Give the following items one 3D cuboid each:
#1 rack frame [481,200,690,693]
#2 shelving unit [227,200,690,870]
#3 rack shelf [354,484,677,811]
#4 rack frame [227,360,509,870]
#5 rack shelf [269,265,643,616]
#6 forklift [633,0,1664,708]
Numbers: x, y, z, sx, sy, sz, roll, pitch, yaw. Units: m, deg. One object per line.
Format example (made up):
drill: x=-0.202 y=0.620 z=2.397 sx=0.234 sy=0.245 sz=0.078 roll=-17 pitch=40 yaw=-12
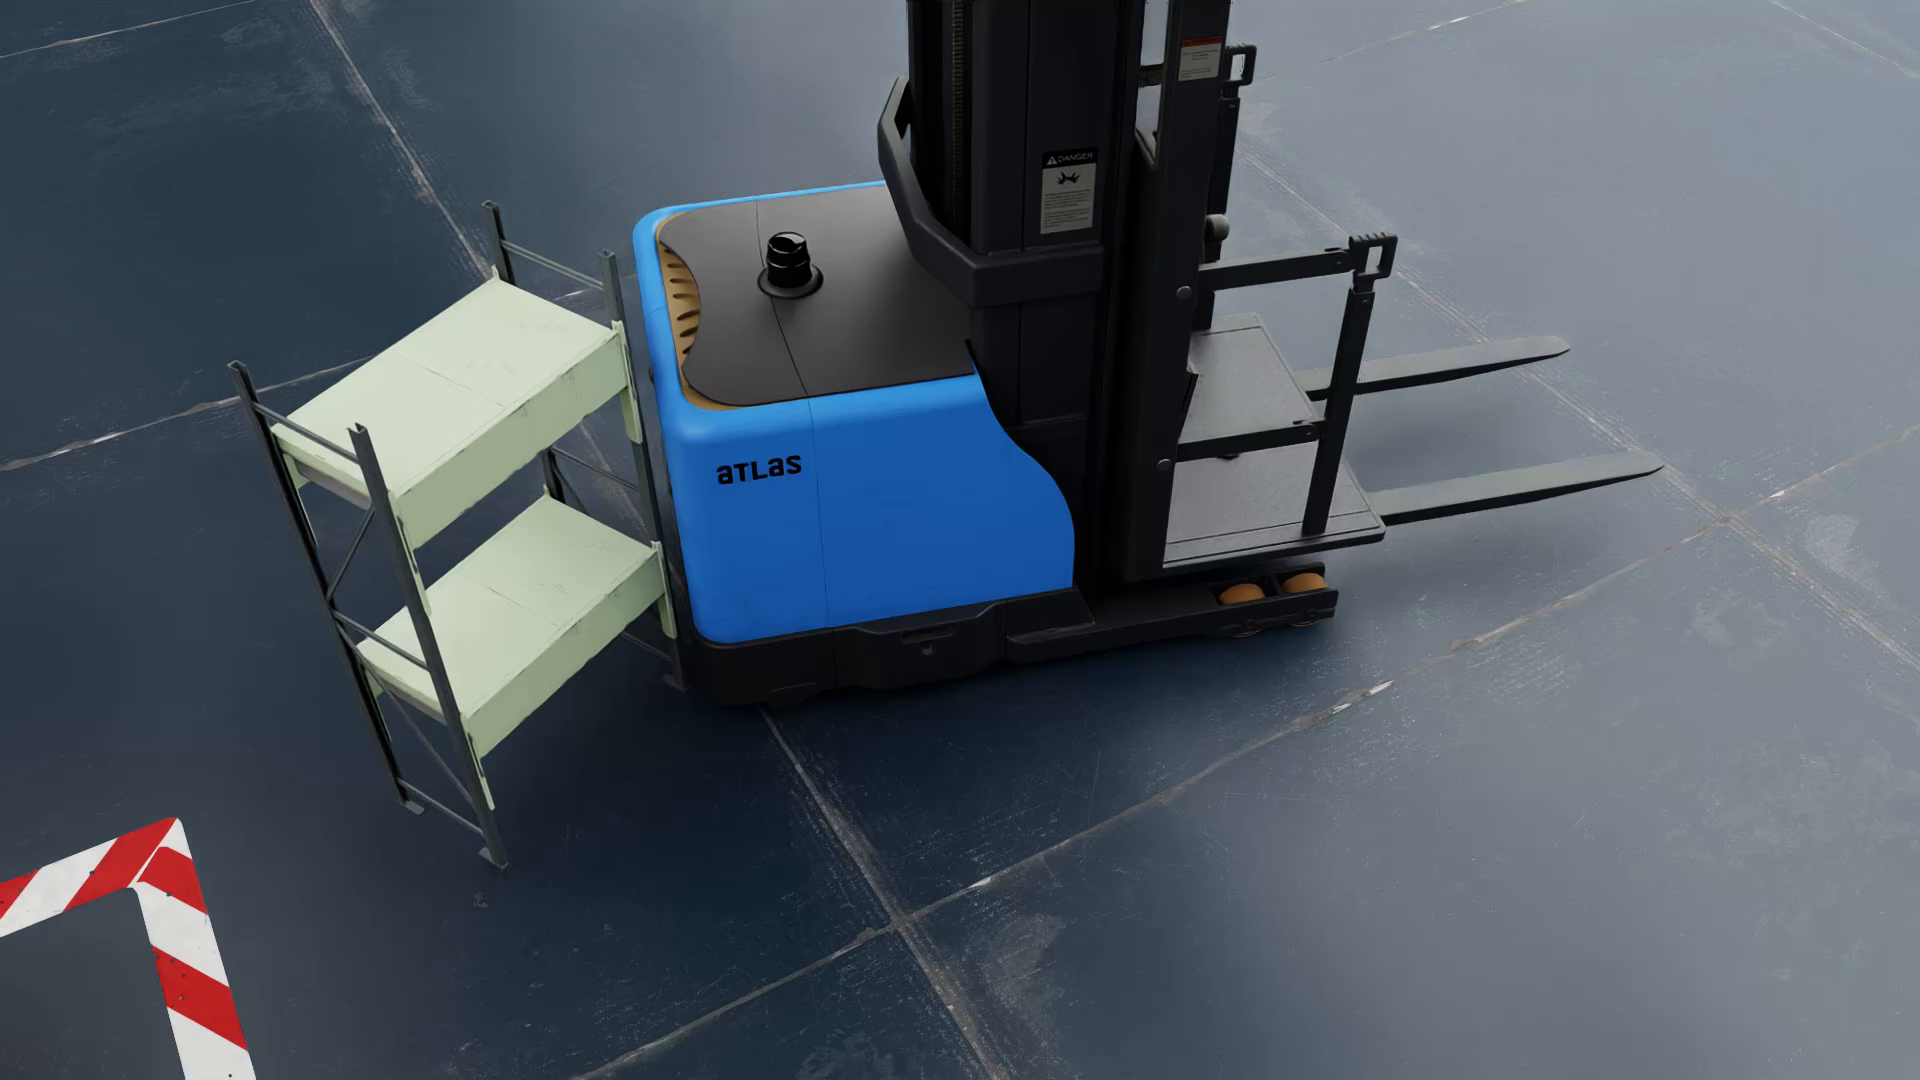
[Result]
rack frame: x=-0.954 y=-0.181 z=4.360 sx=0.400 sy=1.500 sz=0.023 roll=25 pitch=49 yaw=23
shelving unit: x=-1.156 y=0.031 z=4.141 sx=0.431 sy=1.500 sz=0.755 roll=25 pitch=49 yaw=23
rack shelf: x=-1.156 y=0.265 z=4.368 sx=0.431 sy=0.370 sz=0.720 roll=25 pitch=49 yaw=23
rack frame: x=-1.358 y=0.244 z=3.922 sx=0.400 sy=1.500 sz=0.023 roll=25 pitch=49 yaw=23
rack shelf: x=-1.156 y=-0.249 z=3.869 sx=0.431 sy=0.370 sz=0.720 roll=25 pitch=49 yaw=23
forklift: x=0.642 y=-1.113 z=4.292 sx=3.031 sy=2.935 sz=1.130 roll=-9 pitch=45 yaw=-9
